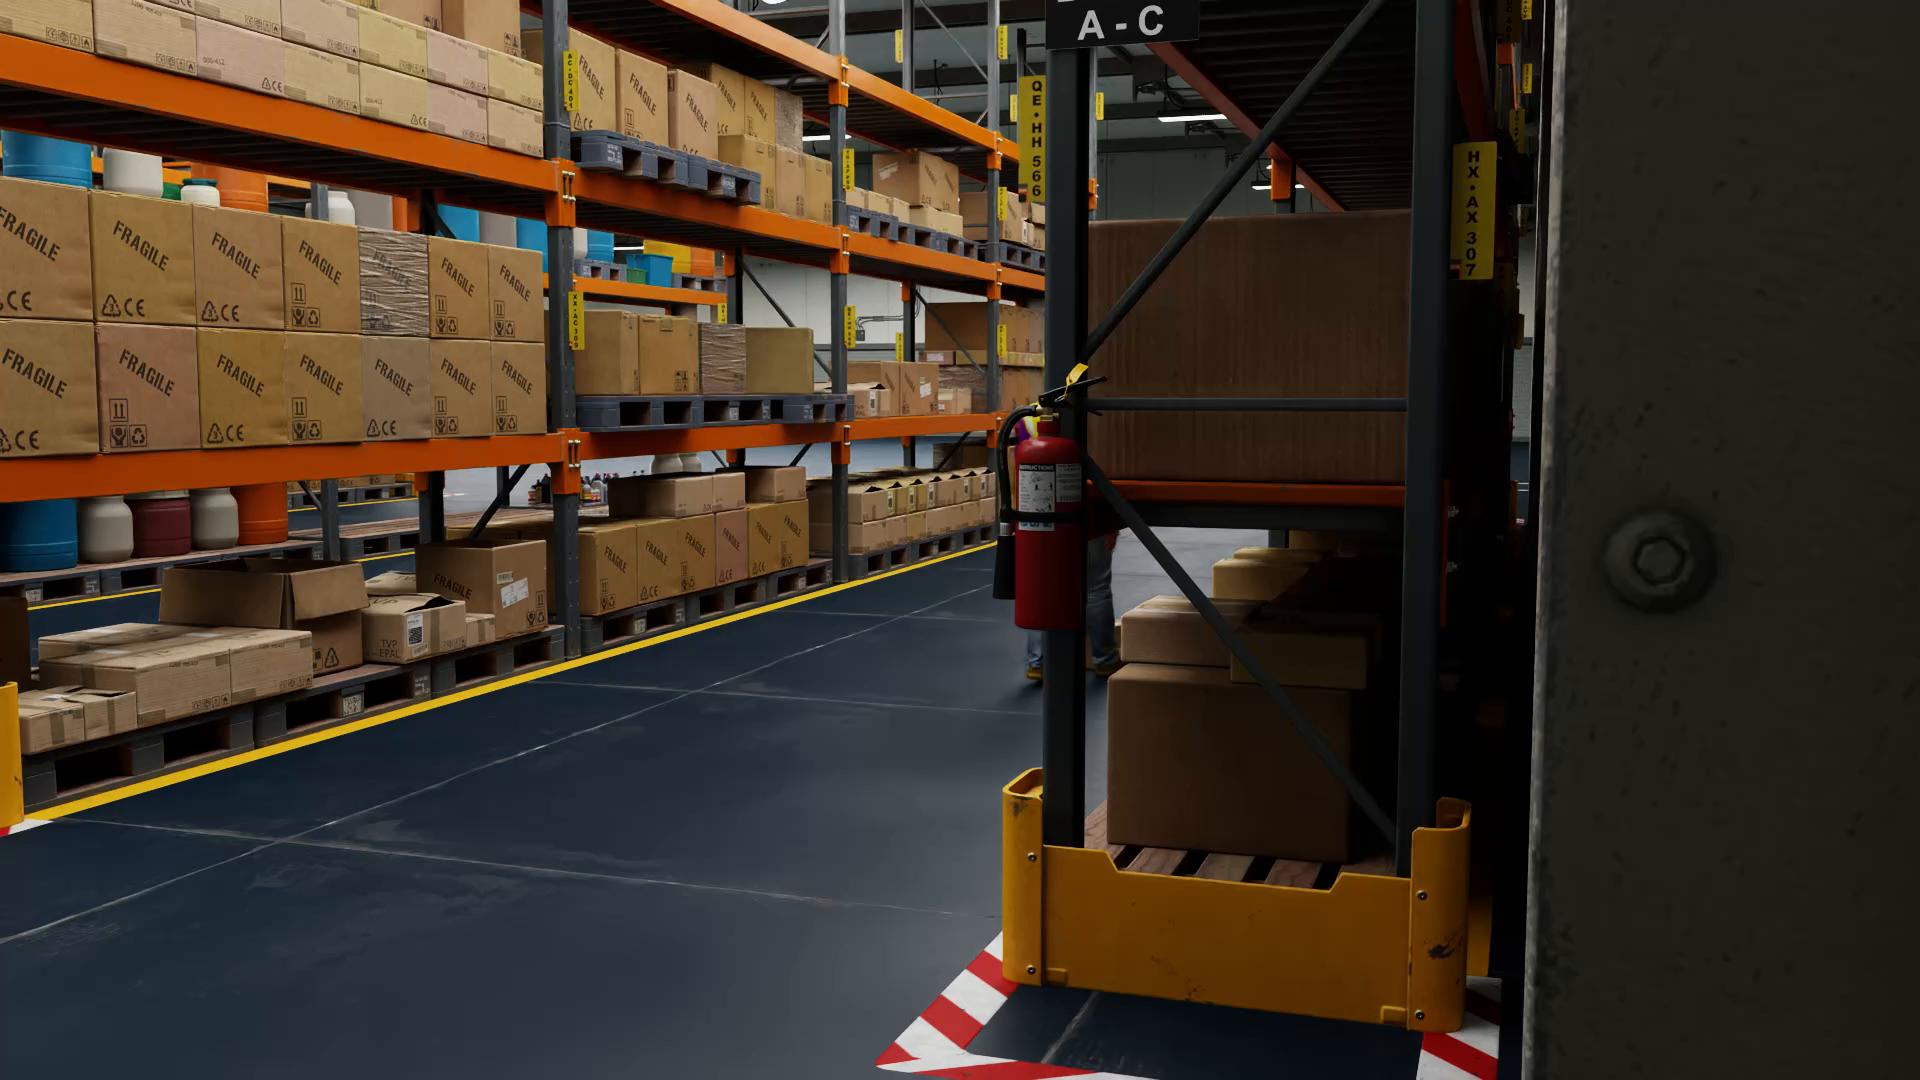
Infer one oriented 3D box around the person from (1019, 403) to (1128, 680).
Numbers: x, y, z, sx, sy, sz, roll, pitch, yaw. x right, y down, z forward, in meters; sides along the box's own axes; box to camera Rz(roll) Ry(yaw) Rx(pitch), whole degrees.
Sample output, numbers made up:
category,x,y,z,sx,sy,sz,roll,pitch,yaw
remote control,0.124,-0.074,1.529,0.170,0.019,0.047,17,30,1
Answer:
category,x,y,z,sx,sy,sz,roll,pitch,yaw
person,0.629,-0.139,8.880,0.585,1.763,0.732,3,6,32
